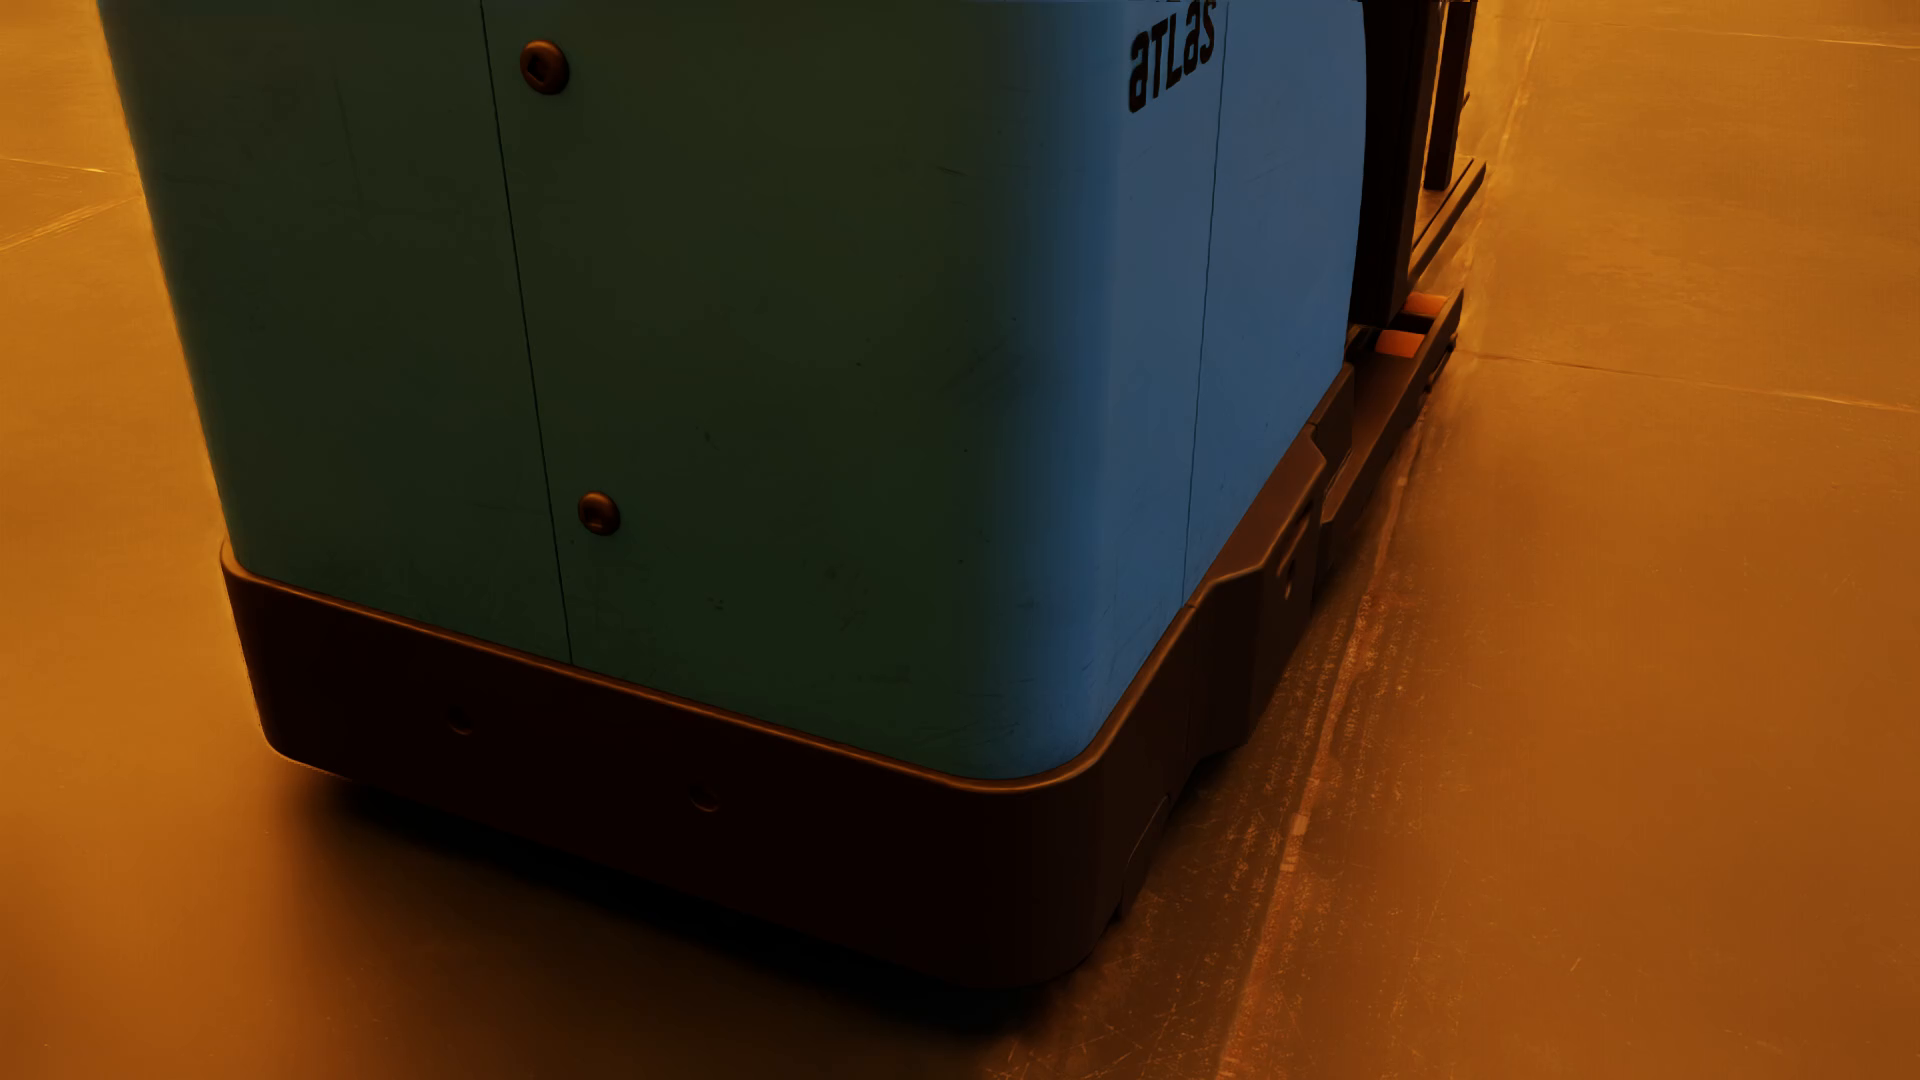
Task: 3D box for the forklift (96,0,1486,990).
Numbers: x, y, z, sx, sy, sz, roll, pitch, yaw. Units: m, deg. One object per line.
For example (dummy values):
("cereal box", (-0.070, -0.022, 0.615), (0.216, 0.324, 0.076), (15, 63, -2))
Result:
("forklift", (0.253, -1.549, 2.261), (1.130, 2.935, 3.031), (13, 32, 22))
